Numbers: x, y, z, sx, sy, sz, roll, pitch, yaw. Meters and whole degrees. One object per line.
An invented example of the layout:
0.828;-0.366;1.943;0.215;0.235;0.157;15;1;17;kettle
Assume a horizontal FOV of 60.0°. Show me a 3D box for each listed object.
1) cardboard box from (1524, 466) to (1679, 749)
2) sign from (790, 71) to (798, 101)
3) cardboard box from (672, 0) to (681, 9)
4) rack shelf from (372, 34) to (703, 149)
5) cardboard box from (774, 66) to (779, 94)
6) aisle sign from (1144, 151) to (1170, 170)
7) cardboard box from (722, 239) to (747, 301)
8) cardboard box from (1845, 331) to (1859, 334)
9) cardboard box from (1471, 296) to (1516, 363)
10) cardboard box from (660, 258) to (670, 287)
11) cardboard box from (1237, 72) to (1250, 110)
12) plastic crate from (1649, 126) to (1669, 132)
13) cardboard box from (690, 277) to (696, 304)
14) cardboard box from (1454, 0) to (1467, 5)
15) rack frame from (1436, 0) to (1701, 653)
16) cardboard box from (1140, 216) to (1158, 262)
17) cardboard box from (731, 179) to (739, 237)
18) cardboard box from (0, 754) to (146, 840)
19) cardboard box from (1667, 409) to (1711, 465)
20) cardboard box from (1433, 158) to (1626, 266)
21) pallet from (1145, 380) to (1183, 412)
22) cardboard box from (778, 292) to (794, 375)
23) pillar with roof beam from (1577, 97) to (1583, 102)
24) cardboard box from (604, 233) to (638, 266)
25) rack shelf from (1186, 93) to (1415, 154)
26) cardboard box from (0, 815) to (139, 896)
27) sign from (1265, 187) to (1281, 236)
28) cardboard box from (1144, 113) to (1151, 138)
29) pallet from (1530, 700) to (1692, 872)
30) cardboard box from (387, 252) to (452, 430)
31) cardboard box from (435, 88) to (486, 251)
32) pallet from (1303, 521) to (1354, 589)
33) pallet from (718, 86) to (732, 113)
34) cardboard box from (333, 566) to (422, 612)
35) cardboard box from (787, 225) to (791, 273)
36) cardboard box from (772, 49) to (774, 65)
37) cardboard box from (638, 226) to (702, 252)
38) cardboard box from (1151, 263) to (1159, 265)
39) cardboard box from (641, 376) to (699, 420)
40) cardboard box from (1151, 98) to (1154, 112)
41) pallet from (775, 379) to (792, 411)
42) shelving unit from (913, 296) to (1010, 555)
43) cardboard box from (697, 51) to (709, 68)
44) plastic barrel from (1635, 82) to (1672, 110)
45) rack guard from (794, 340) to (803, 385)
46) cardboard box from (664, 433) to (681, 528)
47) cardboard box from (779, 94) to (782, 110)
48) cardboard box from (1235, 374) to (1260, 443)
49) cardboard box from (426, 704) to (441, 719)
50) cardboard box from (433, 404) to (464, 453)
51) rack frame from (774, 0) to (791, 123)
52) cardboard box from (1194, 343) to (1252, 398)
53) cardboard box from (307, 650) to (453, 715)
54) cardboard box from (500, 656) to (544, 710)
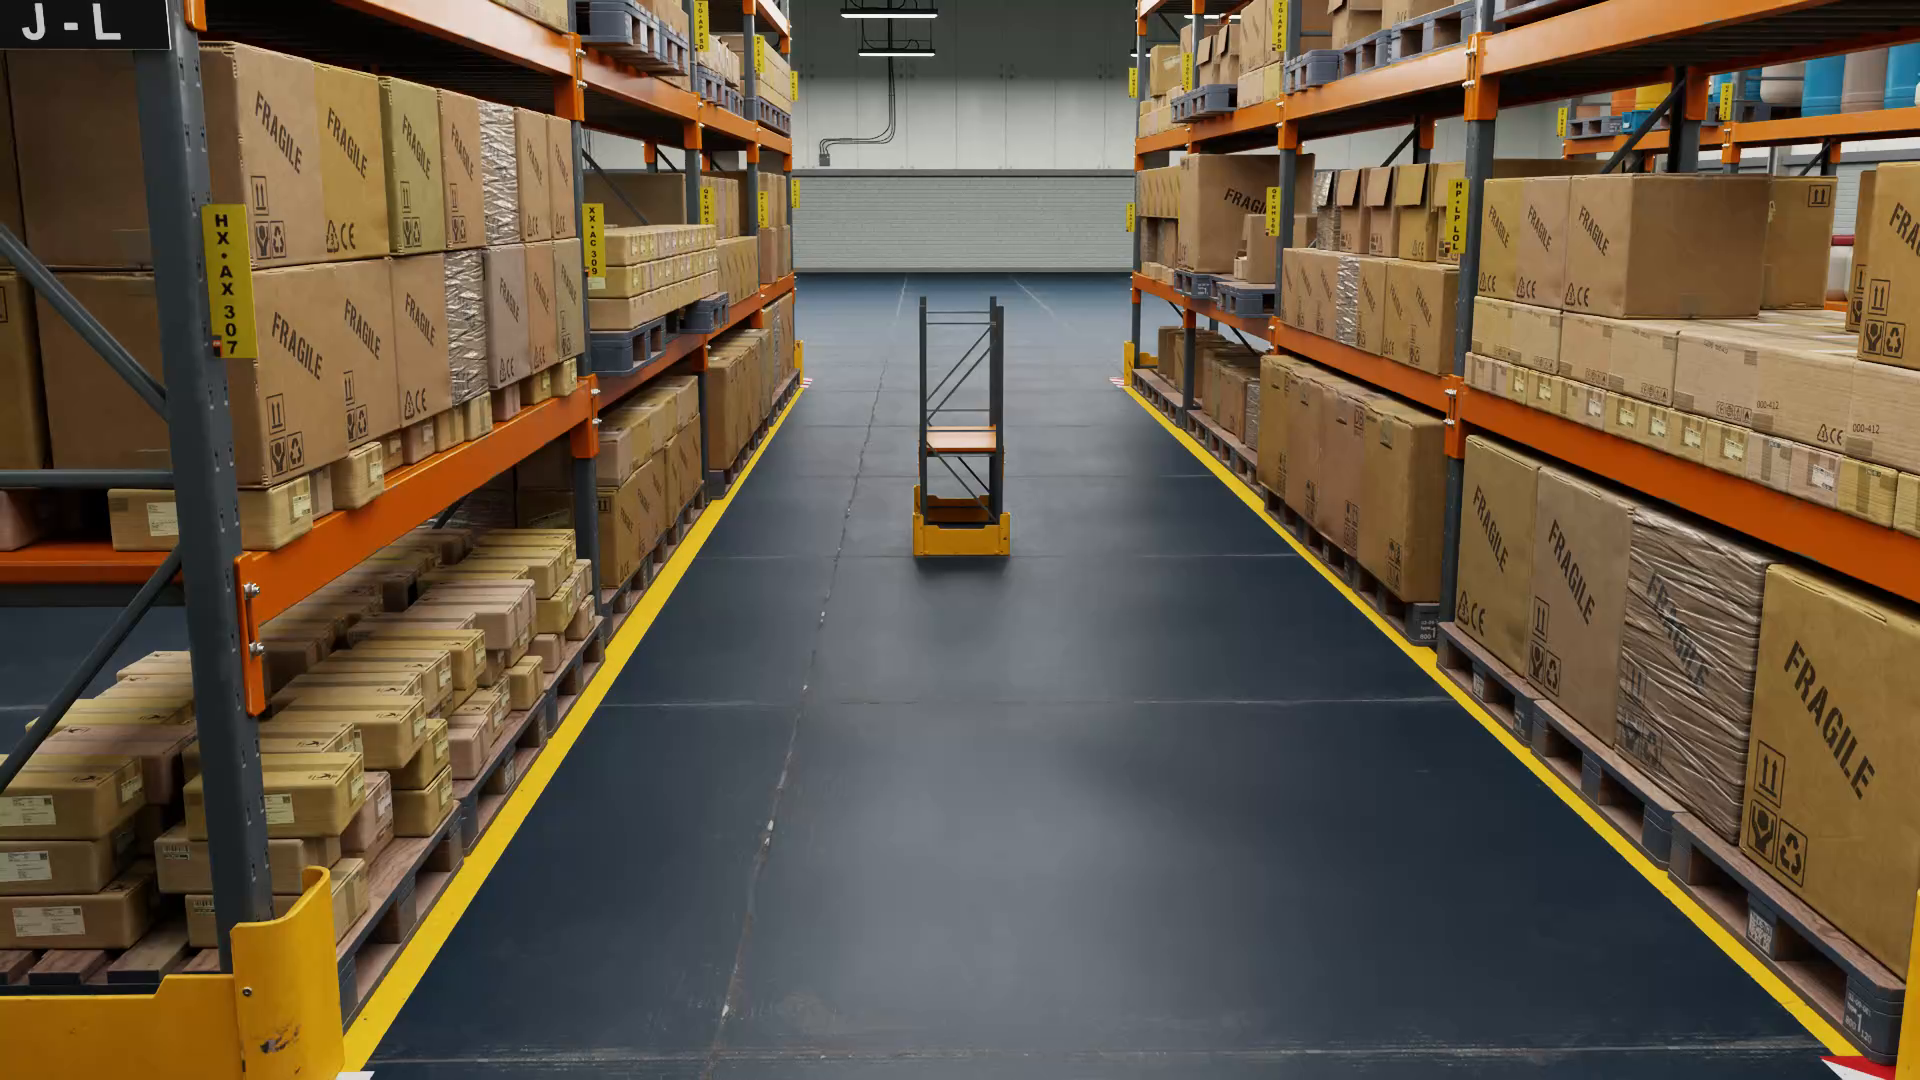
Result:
2.718;0.223;6.201;0.875;0.875;0.875;0;11;-1;cardboard box
-1.900;-5.172;18.938;0.100;0.325;0.005;0;11;-1;sign
-2.009;-3.532;10.705;0.396;0.266;0.258;0;11;-1;cardboard box
-2.236;-2.437;9.294;1.077;0.370;4.000;0;11;-1;rack shelf
-2.124;-4.709;17.004;0.500;0.250;0.500;0;11;-1;cardboard box
2.217;-4.593;19.116;0.394;0.787;0.004;0;11;-1;aisle sign
-2.061;-2.258;13.893;0.500;0.500;0.500;0;11;-1;cardboard box
3.085;-0.499;5.106;0.500;0.250;0.500;-1;11;-3;cardboard box
2.514;-0.900;7.082;0.500;0.250;0.500;0;11;-2;cardboard box
-1.770;-1.439;8.935;0.380;0.149;0.250;0;11;1;cardboard box
2.397;-3.406;12.637;0.500;0.250;0.500;0;11;0;cardboard box
7.115;-4.191;16.794;0.243;0.136;0.396;0;11;-1;plastic crate
-1.790;-1.500;9.986;0.380;0.149;0.250;-1;11;-4;cardboard box
2.744;-2.763;7.780;0.700;0.500;0.500;0;11;0;cardboard box
2.766;-0.923;7.562;1.000;3.000;0.127;0;11;-1;rack frame
2.502;-3.393;18.741;0.875;0.500;0.500;0;11;-1;cardboard box
-2.344;-2.953;14.804;0.700;0.500;0.500;0;11;-2;cardboard box
-2.376;0.668;4.338;0.380;0.149;0.250;0;11;0;cardboard box
2.484;-0.328;5.265;0.380;0.149;0.250;0;11;-1;cardboard box
2.745;-1.590;8.078;0.797;0.503;0.637;-1;11;-3;cardboard box
2.524;-1.523;17.534;1.003;0.211;1.213;0;11;-1;pallet
-2.363;-2.338;18.825;0.875;0.875;0.875;0;11;-1;cardboard box
13.330;-12.119;47.664;9.100;9.000;0.548;0;11;-1;pillar with roof beam
-1.743;-1.377;7.880;0.380;0.149;0.250;0;11;2;cardboard box
2.642;-3.233;13.214;1.077;0.370;4.000;0;11;-1;rack shelf
-2.408;0.815;4.365;0.380;0.149;0.250;-1;11;-3;cardboard box
2.141;-2.242;11.354;0.100;0.325;0.005;0;11;-1;sign
2.287;-4.505;18.054;0.500;0.250;0.500;0;11;-2;cardboard box
2.732;0.839;5.894;1.003;0.211;1.213;0;11;-1;pallet
-1.879;-0.616;5.052;0.500;0.500;0.500;0;11;0;cardboard box
-1.875;-1.207;5.451;0.500;0.500;0.500;-1;11;-3;cardboard box
2.647;0.048;9.792;1.003;0.211;1.213;0;11;-1;pallet
-2.370;-3.445;12.926;1.003;0.211;1.213;0;11;1;pallet
-2.366;0.204;6.629;0.380;0.149;0.250;-1;11;-3;cardboard box
-2.390;-3.308;18.941;0.875;0.550;0.550;0;11;-1;cardboard box
-2.055;-4.832;16.606;0.380;0.149;0.250;0;11;-1;cardboard box
-1.791;-1.841;10.169;0.380;0.149;0.250;0;11;1;cardboard box
2.286;-2.928;18.081;0.380;0.149;0.250;0;11;-1;cardboard box
-2.001;-0.931;10.947;0.500;0.250;0.500;-1;11;-2;cardboard box
2.264;-4.688;17.953;0.380;0.149;0.250;0;11;1;cardboard box
-2.326;-1.540;17.622;1.003;0.211;1.213;0;11;-1;pallet
-0.002;-0.750;10.485;0.587;1.500;1.083;0;11;-1;shelving unit
-2.072;-3.543;11.853;0.500;0.311;0.500;0;11;-1;cardboard box
7.621;-4.870;17.947;0.600;0.588;0.600;0;11;0;plastic barrel
-2.443;-2.087;19.591;1.175;0.500;0.348;0;11;-1;rack guard
-1.968;-0.360;10.021;0.500;0.500;0.500;-1;11;-4;cardboard box
-2.071;-4.592;17.430;0.380;0.149;0.250;0;11;-1;cardboard box
2.607;-1.064;13.441;0.700;0.500;0.500;1;11;4;cardboard box
-1.906;0.606;5.391;0.380;0.149;0.250;-1;11;-4;cardboard box
-1.874;-0.380;5.518;0.380;0.149;0.250;0;11;1;cardboard box
-2.443;-6.248;18.722;1.000;3.000;0.127;0;11;-1;rack frame
2.613;-1.687;16.561;0.500;0.500;0.500;4;12;17;cardboard box
-1.871;0.458;5.375;0.380;0.149;0.250;0;11;1;cardboard box
-1.825;0.551;6.411;0.380;0.149;0.250;0;11;-1;cardboard box
